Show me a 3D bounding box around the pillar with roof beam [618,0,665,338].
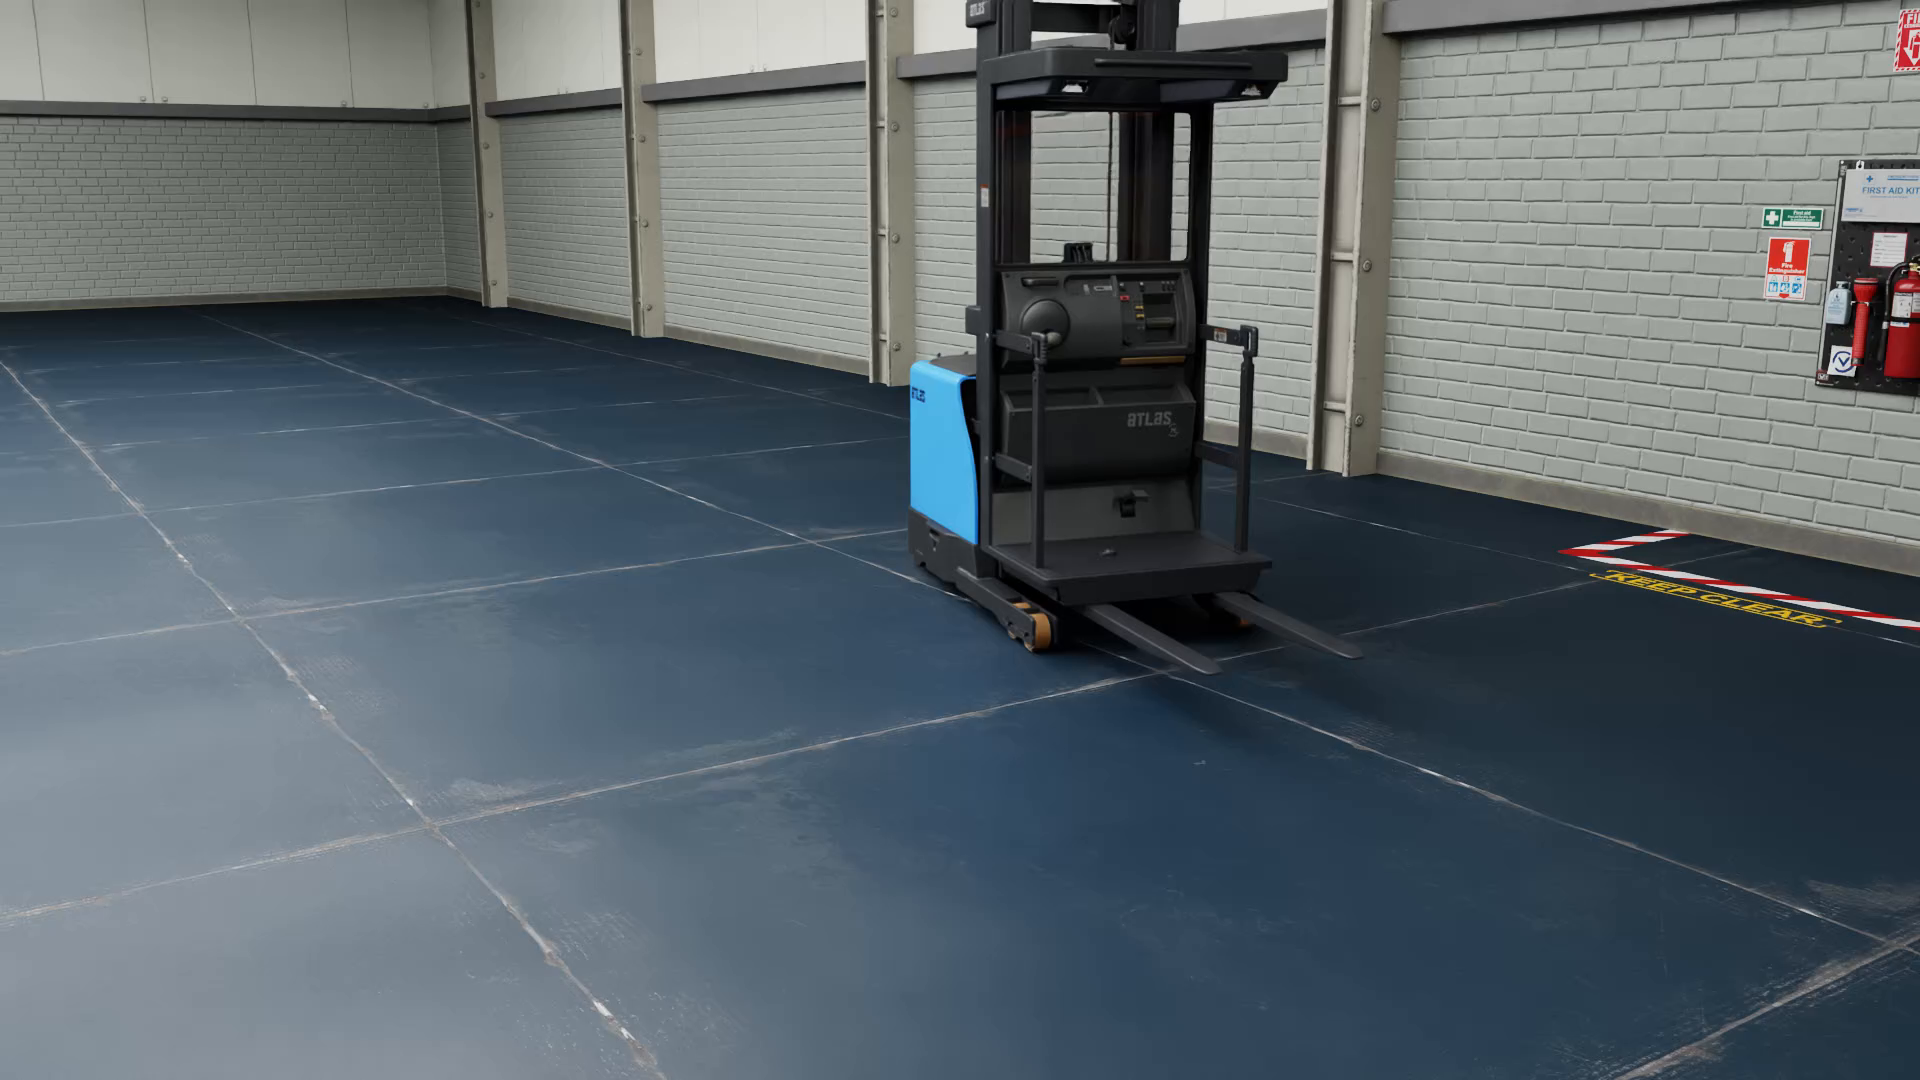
[{"bbox_3d":[-7.574,-6.503,18.034,9.100,9.000,0.400,-8,15,-33],"label":"pillar with roof beam"}]

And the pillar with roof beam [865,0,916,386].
[{"bbox_3d":[-4.250,-5.436,13.154,9.100,9.000,0.400,-8,15,-33],"label":"pillar with roof beam"}]

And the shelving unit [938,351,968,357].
[{"bbox_3d":[0.030,-0.503,9.206,0.215,1.050,0.252,-8,15,-33],"label":"shelving unit"}]

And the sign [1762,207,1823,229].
[{"bbox_3d":[4.420,-1.709,8.833,0.001,0.109,0.331,-8,15,-33],"label":"sign"}]

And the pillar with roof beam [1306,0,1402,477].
[{"bbox_3d":[-0.925,-4.369,8.275,9.100,9.000,0.400,-8,15,-33],"label":"pillar with roof beam"}]

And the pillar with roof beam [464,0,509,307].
[{"bbox_3d":[-10.898,-7.570,22.914,9.100,9.000,0.400,-8,15,-33],"label":"pillar with roof beam"}]

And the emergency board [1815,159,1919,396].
[{"bbox_3d":[4.645,-1.324,8.397,0.194,1.169,0.643,-8,15,-33],"label":"emergency board"}]

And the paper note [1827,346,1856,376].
[{"bbox_3d":[4.605,-0.934,8.672,0.016,0.148,0.142,-8,15,-33],"label":"paper note"}]

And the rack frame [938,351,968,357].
[{"bbox_3d":[-0.038,-0.525,9.305,0.200,1.050,0.008,-8,15,-33],"label":"rack frame"}]

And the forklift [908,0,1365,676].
[{"bbox_3d":[0.706,-1.052,7.310,1.130,2.935,3.031,-4,13,-19],"label":"forklift"}]

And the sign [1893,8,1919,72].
[{"bbox_3d":[4.724,-2.470,8.210,0.001,0.298,0.199,-8,15,-33],"label":"sign"}]

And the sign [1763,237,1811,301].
[{"bbox_3d":[4.425,-1.452,8.898,0.001,0.329,0.234,-8,15,-33],"label":"sign"}]
